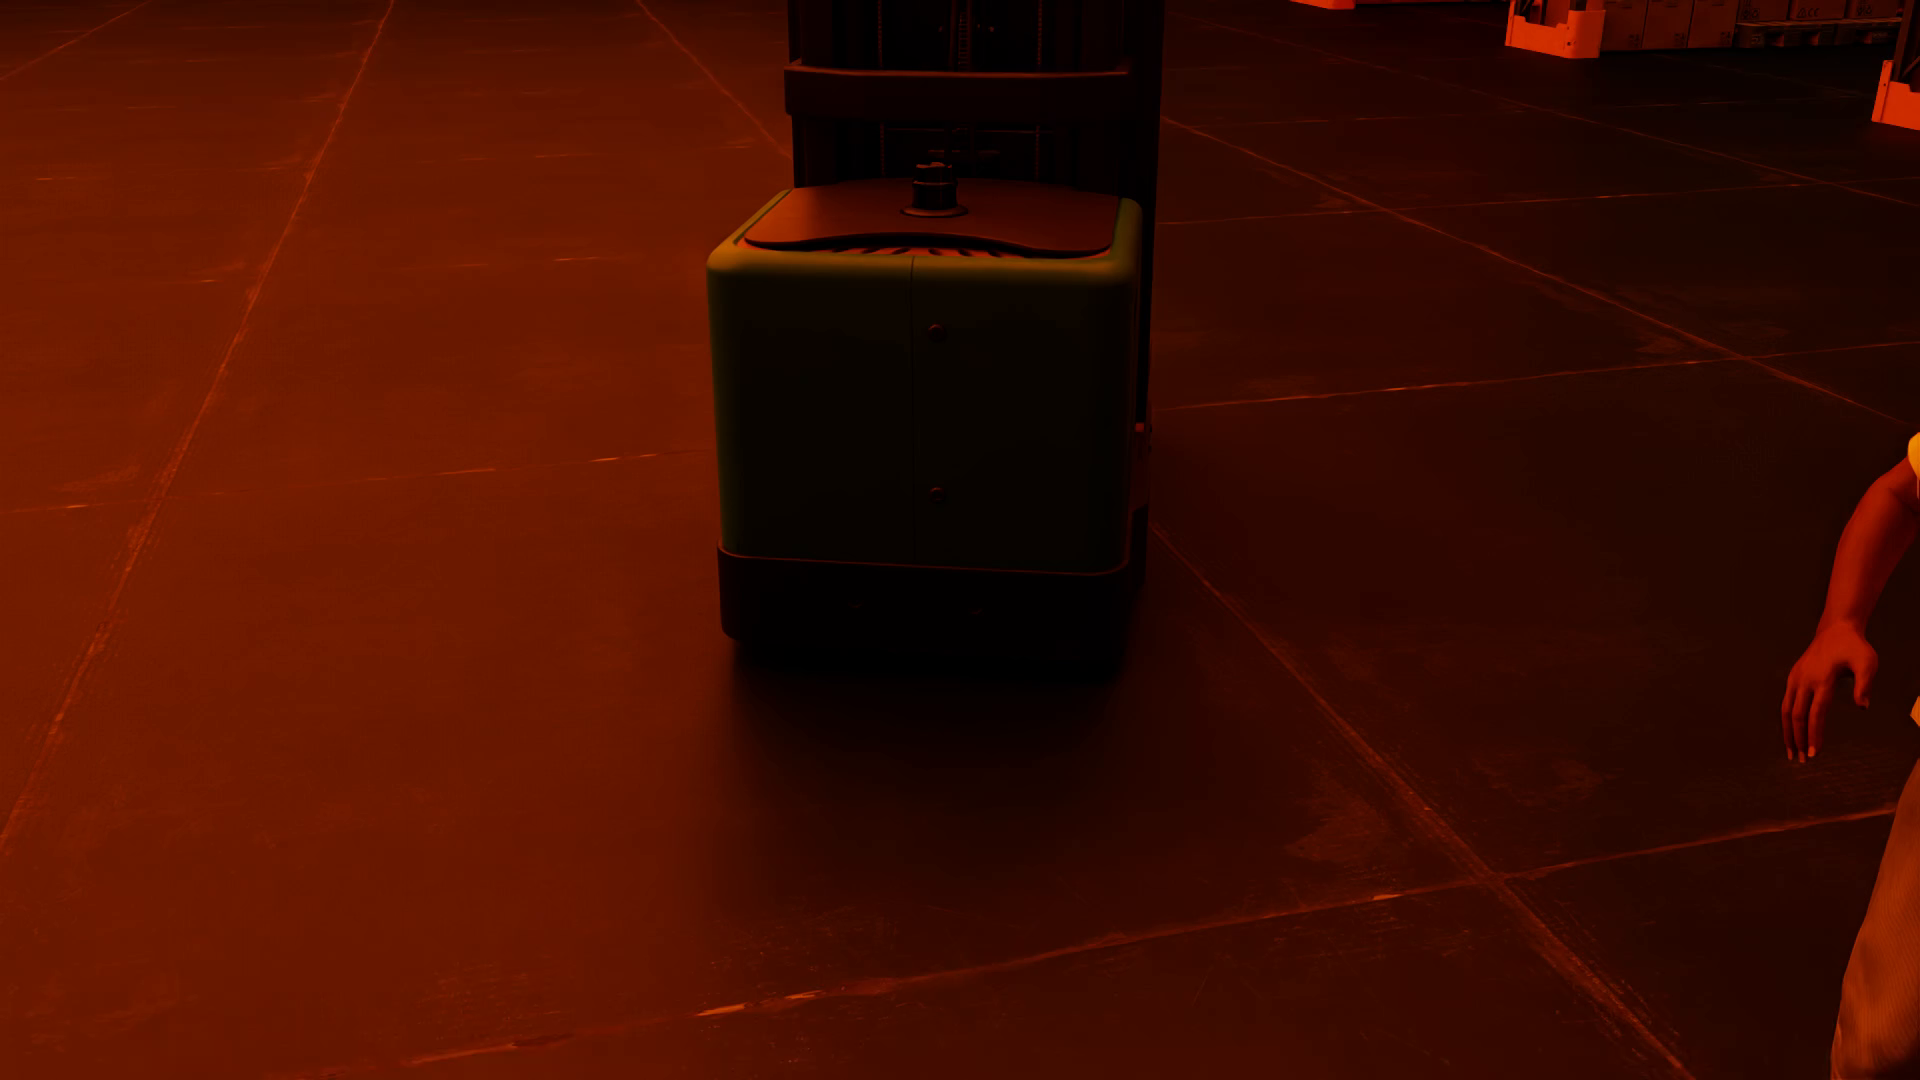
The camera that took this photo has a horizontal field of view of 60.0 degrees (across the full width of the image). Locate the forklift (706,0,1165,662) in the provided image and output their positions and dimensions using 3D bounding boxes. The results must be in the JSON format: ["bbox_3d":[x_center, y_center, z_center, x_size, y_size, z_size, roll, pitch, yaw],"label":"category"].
[{"bbox_3d":[0.076,-1.586,5.036,1.130,2.935,3.031,3,23,7],"label":"forklift"}]

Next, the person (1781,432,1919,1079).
[{"bbox_3d":[1.414,0.370,2.043,0.550,1.709,0.818,-19,29,-37],"label":"person"}]
